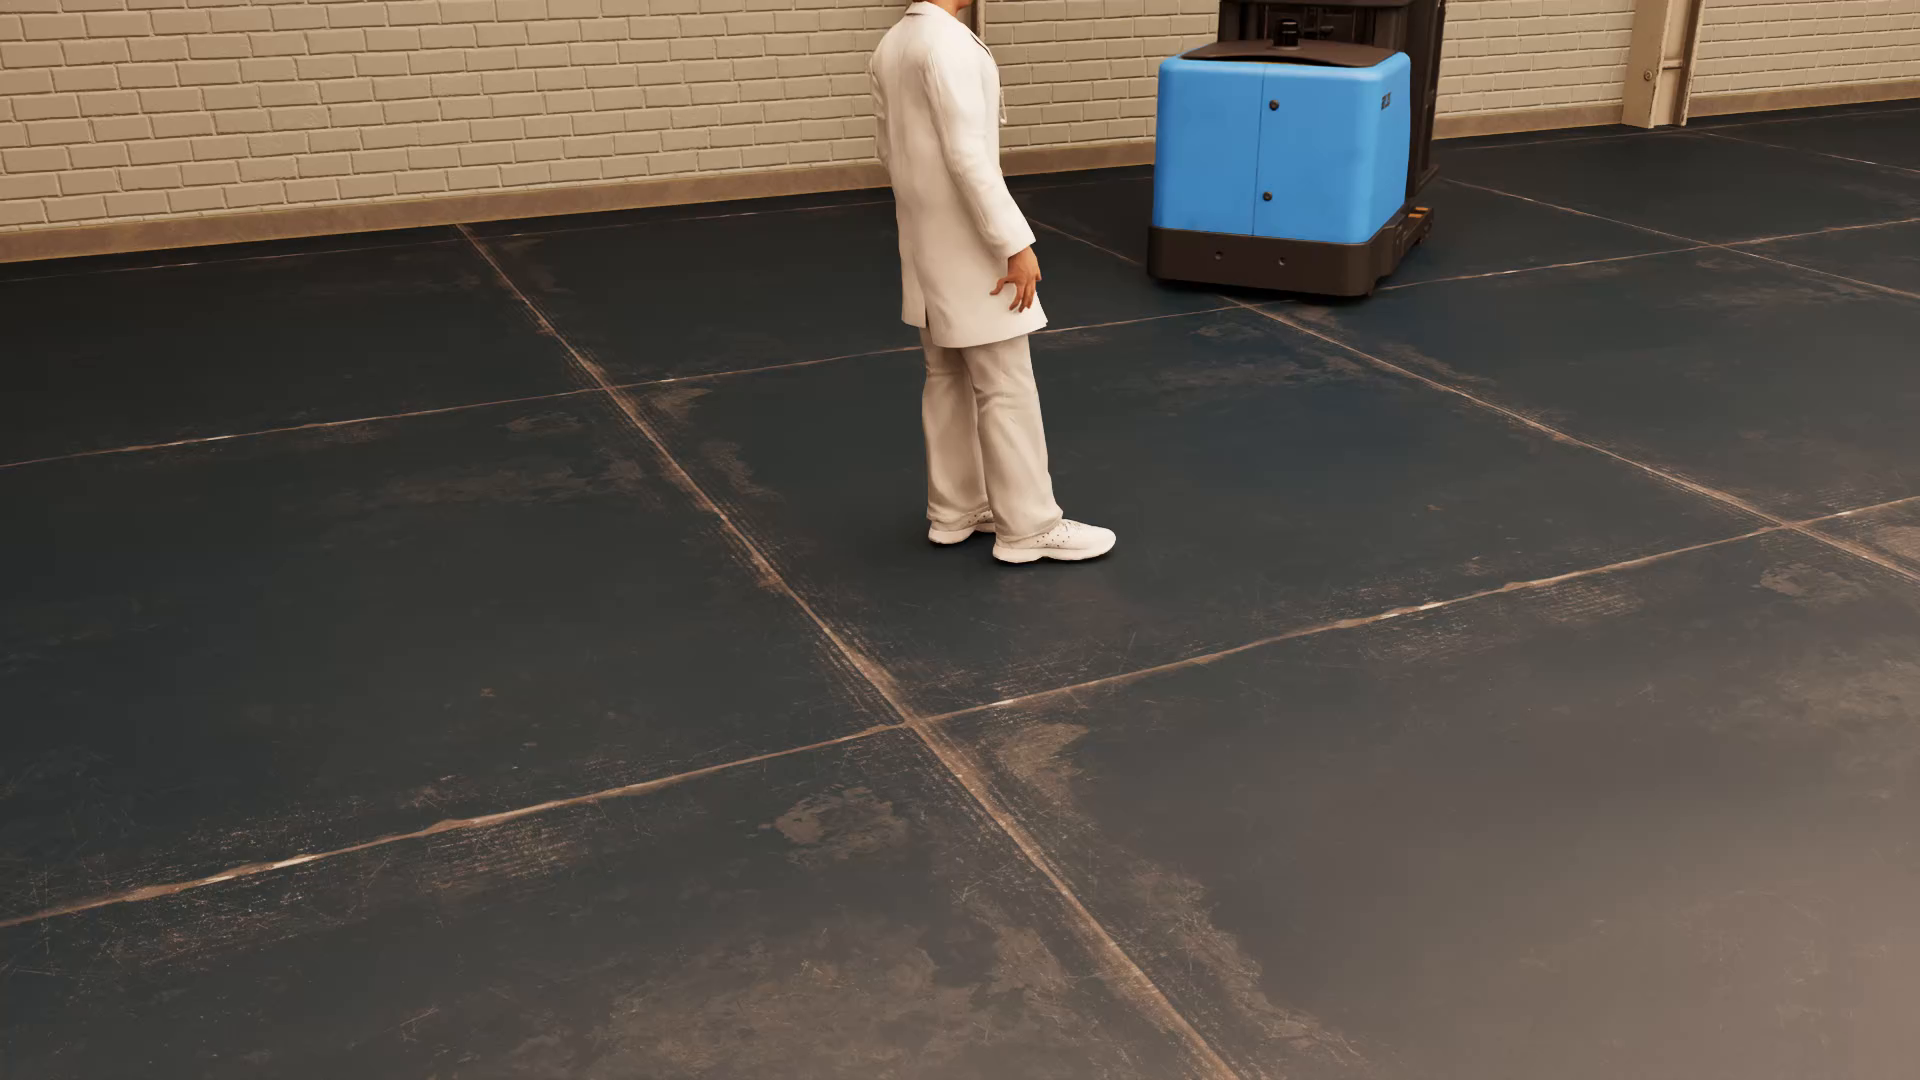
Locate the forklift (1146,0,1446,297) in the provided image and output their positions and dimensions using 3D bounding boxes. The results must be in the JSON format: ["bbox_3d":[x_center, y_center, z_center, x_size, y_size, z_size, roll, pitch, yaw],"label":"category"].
[{"bbox_3d":[1.950,-2.999,8.505,1.130,2.935,3.031,9,24,22],"label":"forklift"}]

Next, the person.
[{"bbox_3d":[0.084,-0.840,4.794,0.581,1.776,0.694,-10,25,-23],"label":"person"}]
